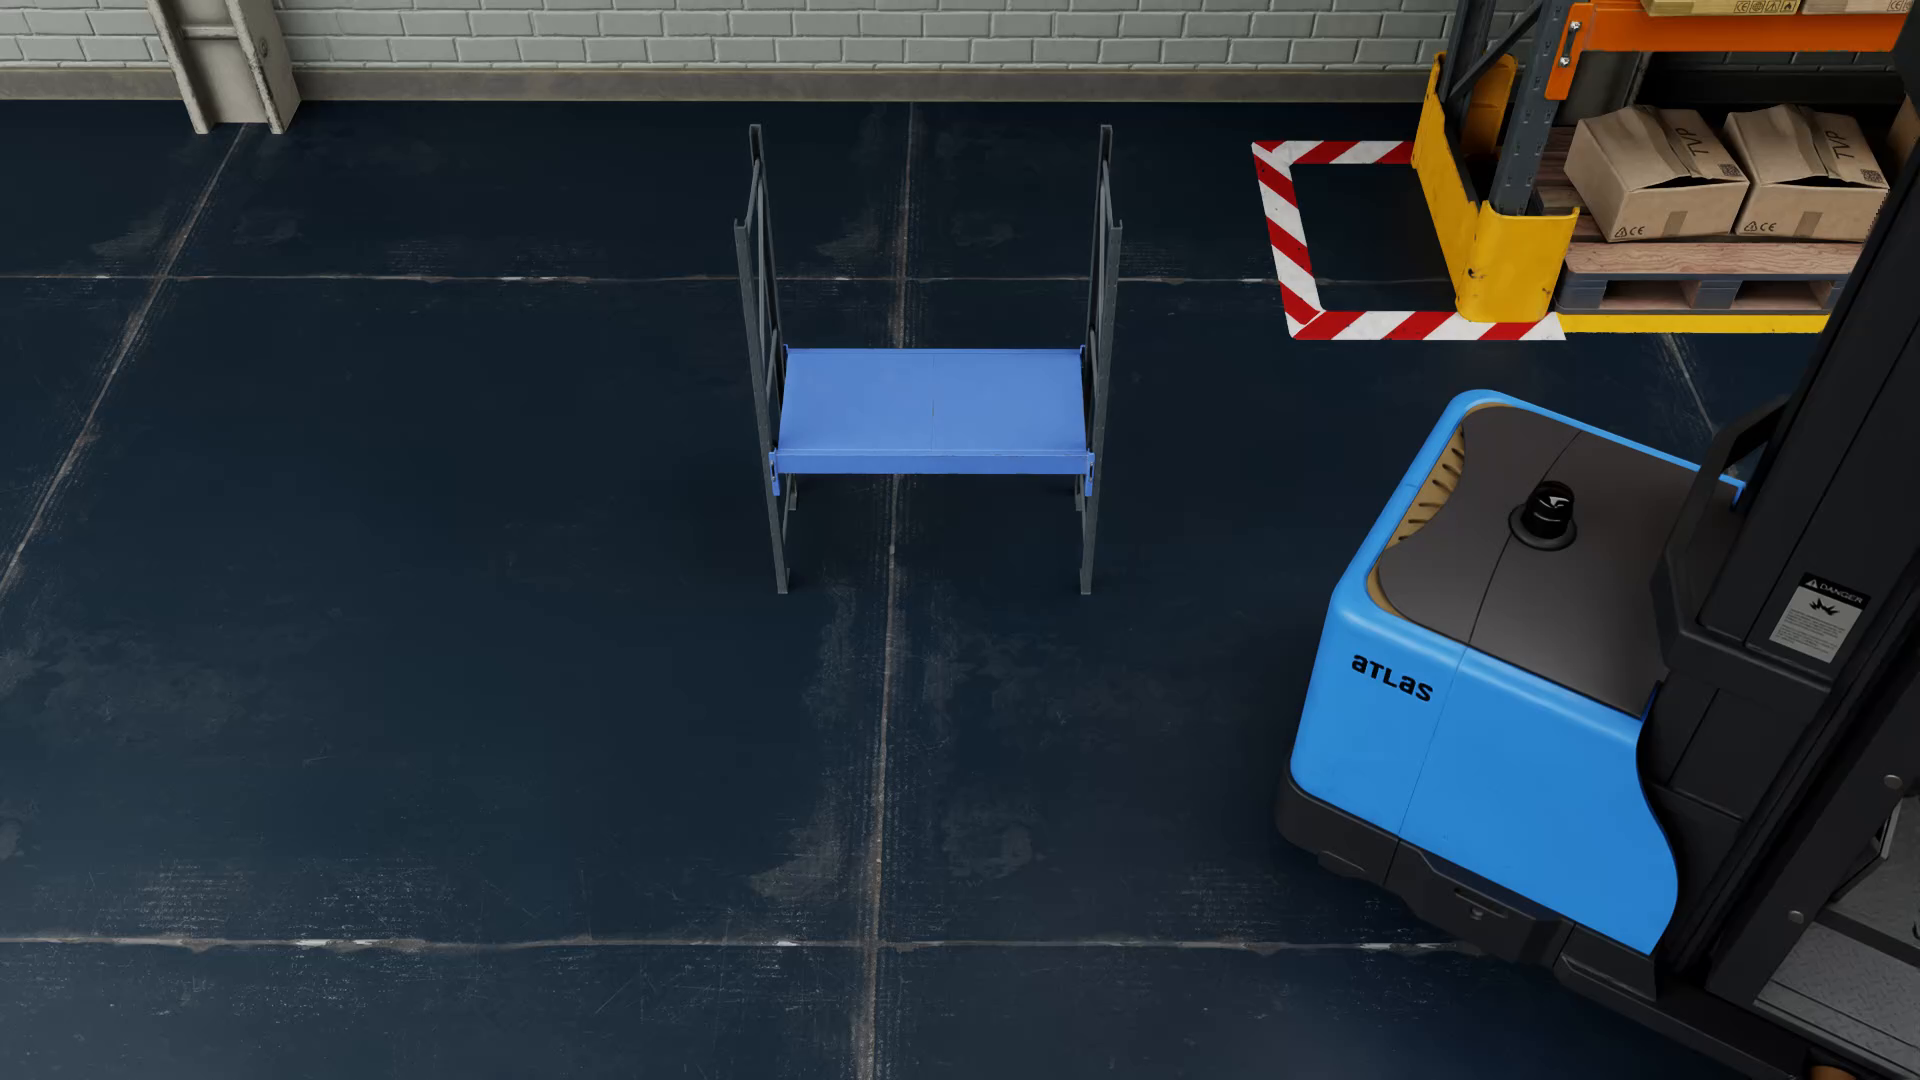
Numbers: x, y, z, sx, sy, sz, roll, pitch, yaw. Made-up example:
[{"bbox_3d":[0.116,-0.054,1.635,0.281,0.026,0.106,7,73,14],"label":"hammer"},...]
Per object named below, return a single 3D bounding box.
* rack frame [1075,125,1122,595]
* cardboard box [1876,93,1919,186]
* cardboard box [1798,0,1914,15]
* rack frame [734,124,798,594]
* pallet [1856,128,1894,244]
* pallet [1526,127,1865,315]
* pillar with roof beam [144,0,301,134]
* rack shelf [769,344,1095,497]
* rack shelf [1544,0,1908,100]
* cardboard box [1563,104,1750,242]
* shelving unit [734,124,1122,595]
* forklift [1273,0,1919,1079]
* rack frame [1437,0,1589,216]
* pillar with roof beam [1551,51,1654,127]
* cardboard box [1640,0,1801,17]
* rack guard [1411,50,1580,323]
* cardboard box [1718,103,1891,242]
[{"bbox_3d":[0.423,-0.510,5.200,0.032,1.500,0.500,0,47,0],"label":"rack frame"},{"bbox_3d":[4.068,-1.497,6.501,0.500,0.500,0.700,-3,47,-2],"label":"cardboard box"},{"bbox_3d":[3.079,-2.037,5.686,0.500,0.250,0.500,-1,47,-1],"label":"cardboard box"},{"bbox_3d":[-0.594,-0.513,5.203,0.032,1.500,0.500,0,47,0],"label":"rack frame"},{"bbox_3d":[4.178,-1.323,6.837,1.213,0.211,1.003,0,47,0],"label":"pallet"},{"bbox_3d":[2.962,-1.328,6.842,1.213,0.211,1.003,0,47,0],"label":"pallet"},{"bbox_3d":[-3.239,-1.847,1.321,0.400,9.000,9.100,0,47,0],"label":"pillar with roof beam"},{"bbox_3d":[-0.085,-0.389,5.333,1.000,0.185,0.538,0,47,0],"label":"rack shelf"},{"bbox_3d":[4.073,-2.056,6.106,4.000,0.370,1.077,0,47,0],"label":"rack shelf"},{"bbox_3d":[2.765,-1.473,6.608,0.500,0.311,0.500,-5,47,-4],"label":"cardboard box"},{"bbox_3d":[-0.085,-0.511,5.201,1.048,1.500,0.538,0,47,0],"label":"shelving unit"},{"bbox_3d":[2.445,0.150,3.608,3.031,2.935,1.130,24,52,21],"label":"forklift"},{"bbox_3d":[2.073,-2.306,5.848,0.127,3.000,1.000,0,47,0],"label":"rack frame"},{"bbox_3d":[2.760,-1.831,1.306,0.400,9.000,9.100,0,47,0],"label":"pillar with roof beam"},{"bbox_3d":[2.560,-2.028,5.678,0.500,0.250,0.500,-1,47,-1],"label":"cardboard box"},{"bbox_3d":[2.149,-1.455,6.762,0.348,0.500,1.175,0,47,0],"label":"rack guard"},{"bbox_3d":[3.335,-1.471,6.606,0.500,0.311,0.500,4,47,3],"label":"cardboard box"}]
